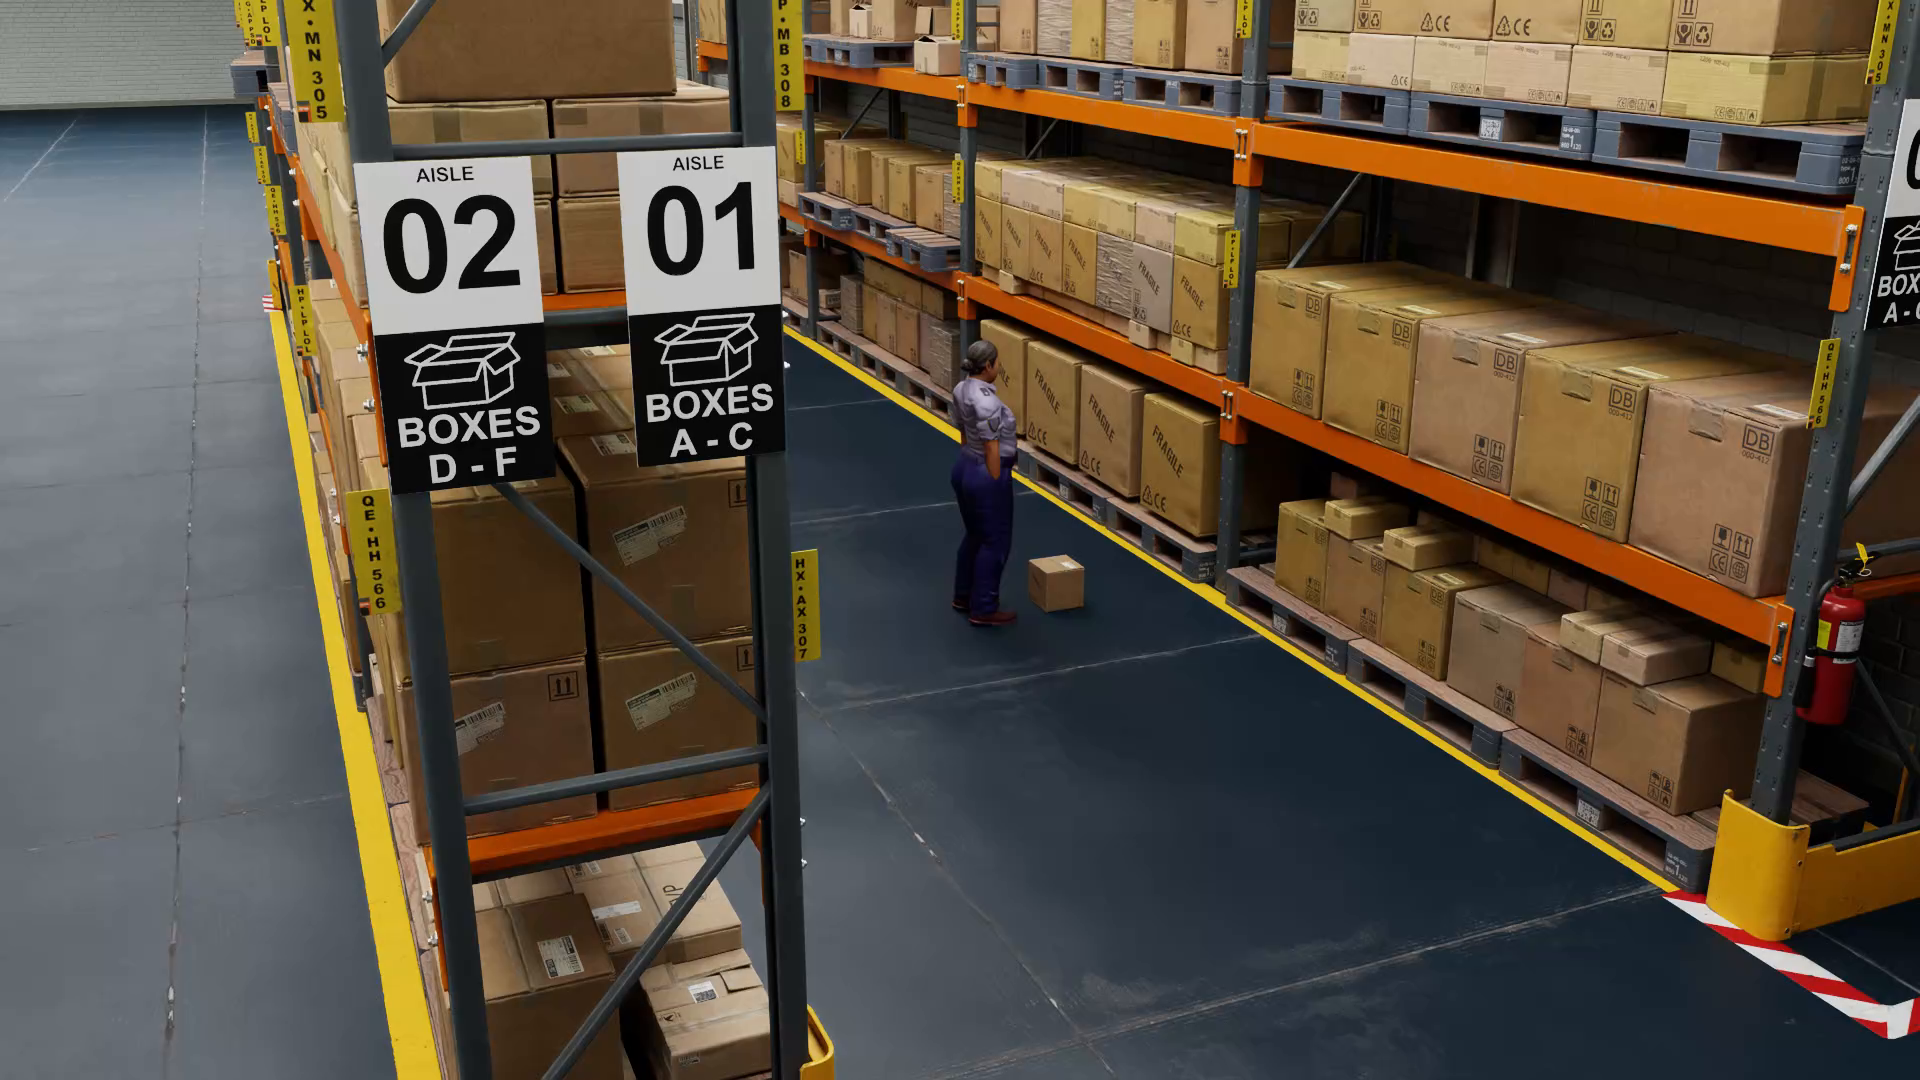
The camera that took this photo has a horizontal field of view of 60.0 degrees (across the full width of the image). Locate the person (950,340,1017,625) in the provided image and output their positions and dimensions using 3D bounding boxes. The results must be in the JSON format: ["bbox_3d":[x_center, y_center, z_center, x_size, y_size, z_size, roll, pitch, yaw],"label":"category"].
[{"bbox_3d":[0.136,-0.335,9.598,0.342,1.633,0.470,-8,20,-21],"label":"person"}]
